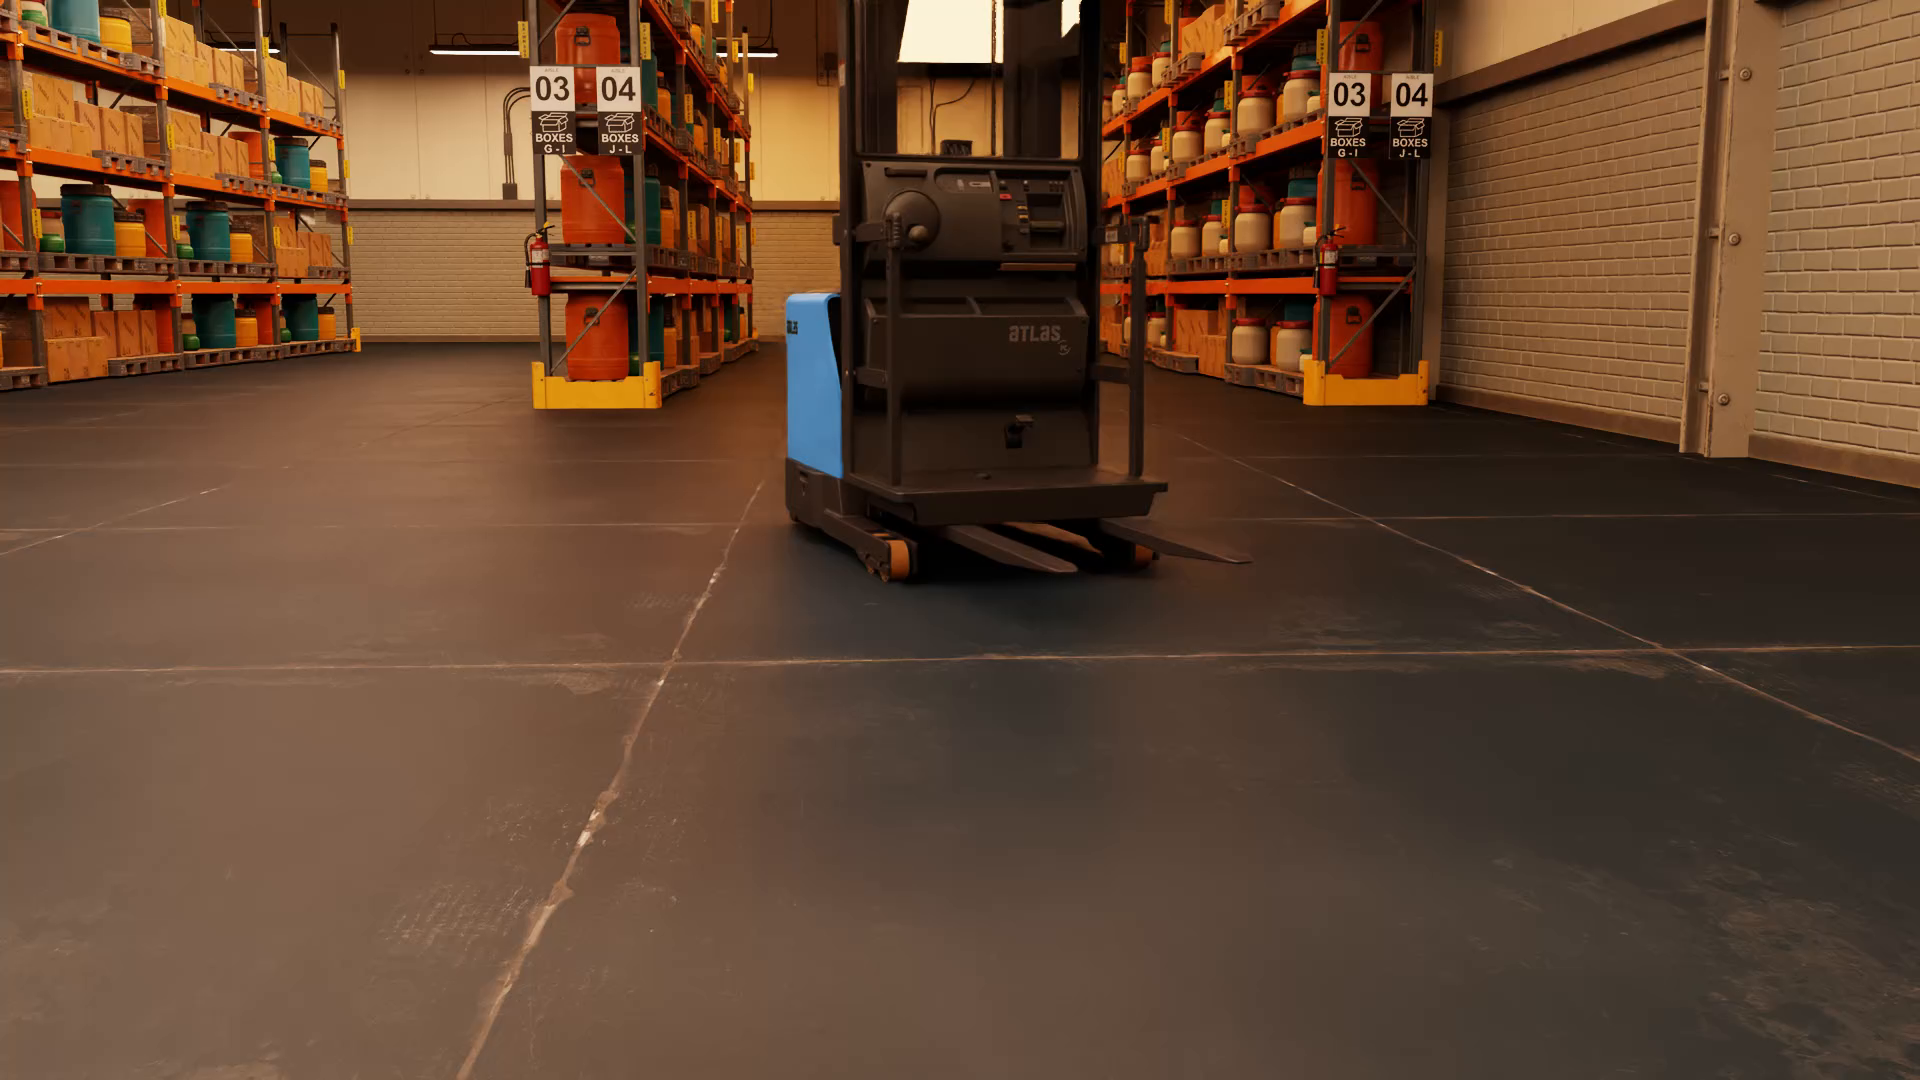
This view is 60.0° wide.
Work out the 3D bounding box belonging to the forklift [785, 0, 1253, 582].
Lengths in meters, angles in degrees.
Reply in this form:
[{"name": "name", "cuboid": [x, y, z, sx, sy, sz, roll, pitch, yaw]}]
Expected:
[{"name": "forklift", "cuboid": [0.136, -1.356, 6.463, 1.130, 2.935, 3.031, -3, 9, -19]}]
